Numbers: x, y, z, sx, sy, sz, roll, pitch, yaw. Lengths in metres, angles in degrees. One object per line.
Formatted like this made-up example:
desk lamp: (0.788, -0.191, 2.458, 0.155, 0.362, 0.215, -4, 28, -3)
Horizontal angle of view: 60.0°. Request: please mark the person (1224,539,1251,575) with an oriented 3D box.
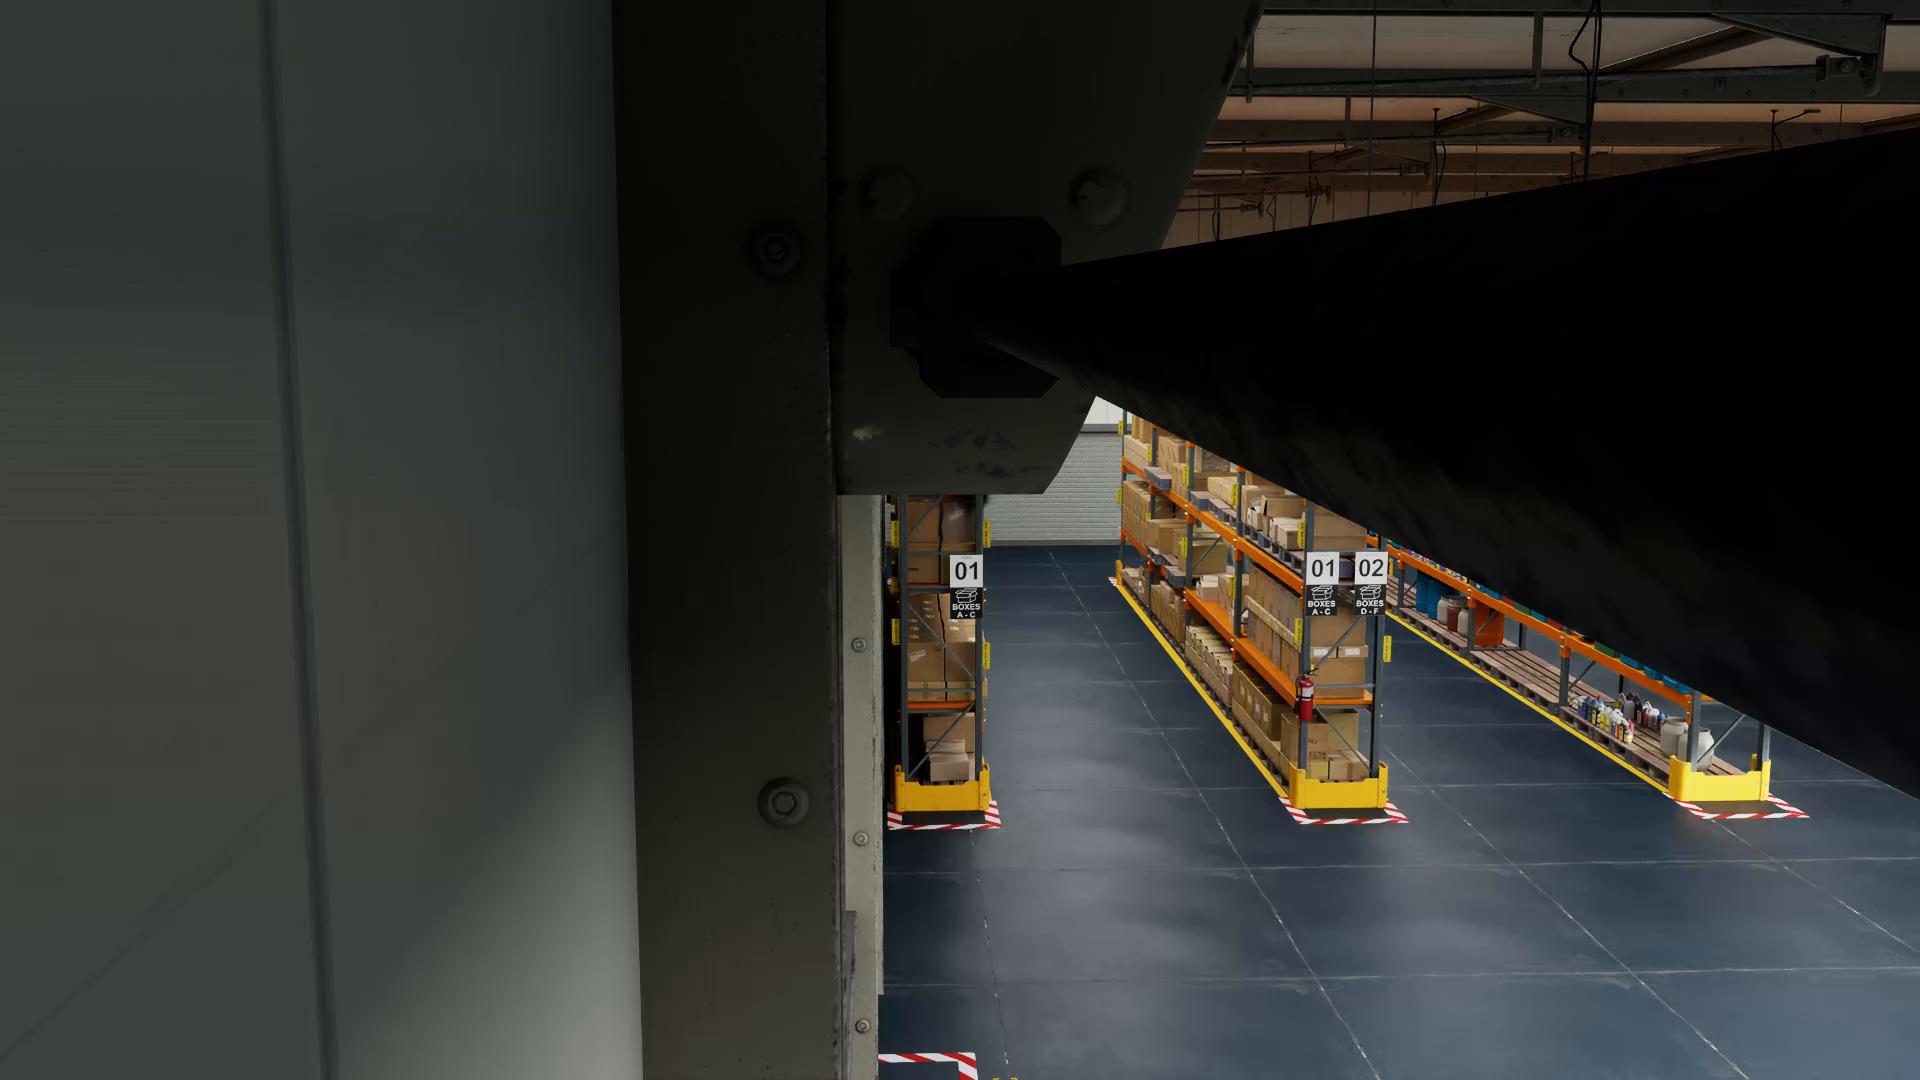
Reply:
person: (5.944, 0.307, 35.548, 0.631, 1.630, 0.549, -2, 9, -15)
